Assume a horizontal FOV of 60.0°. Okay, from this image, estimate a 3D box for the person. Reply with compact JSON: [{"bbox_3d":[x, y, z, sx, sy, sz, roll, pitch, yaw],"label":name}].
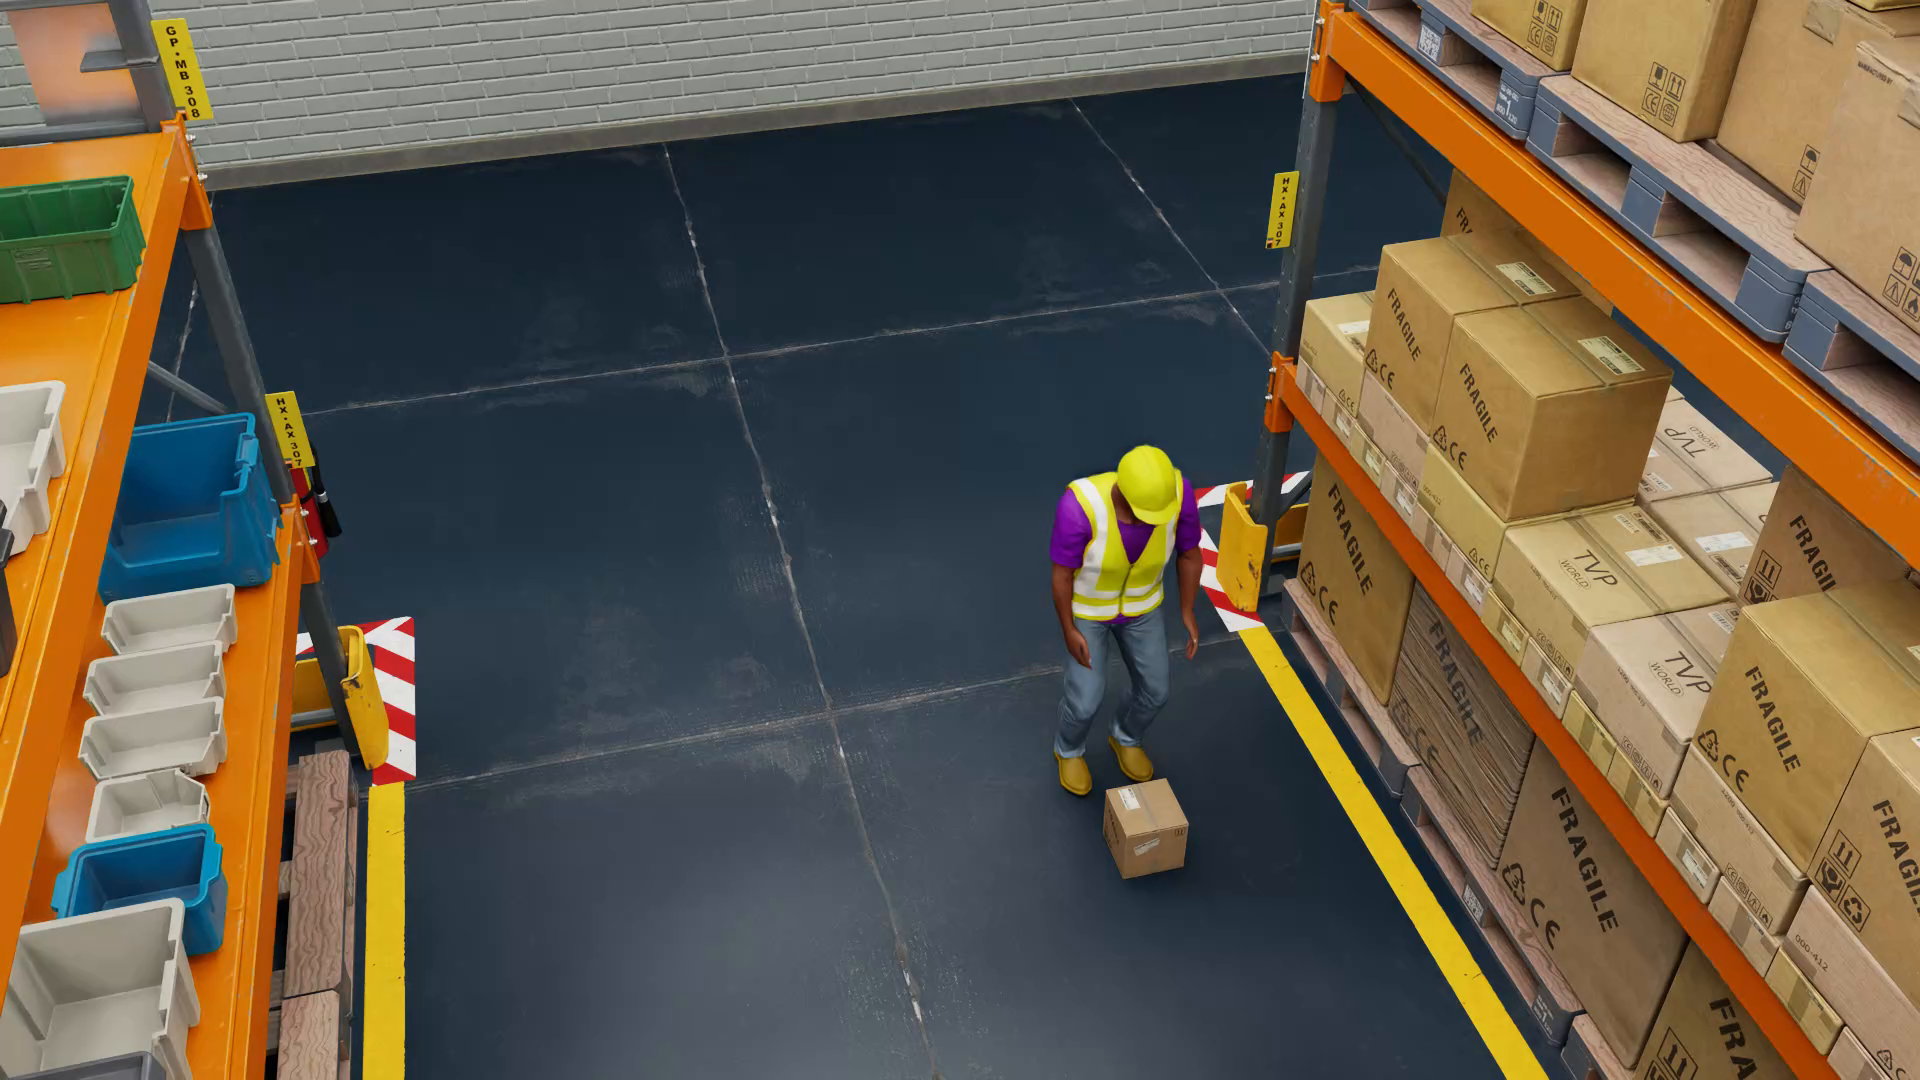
[{"bbox_3d":[0.629,0.280,6.406,0.602,1.682,0.511,-8,39,-11],"label":"person"}]
